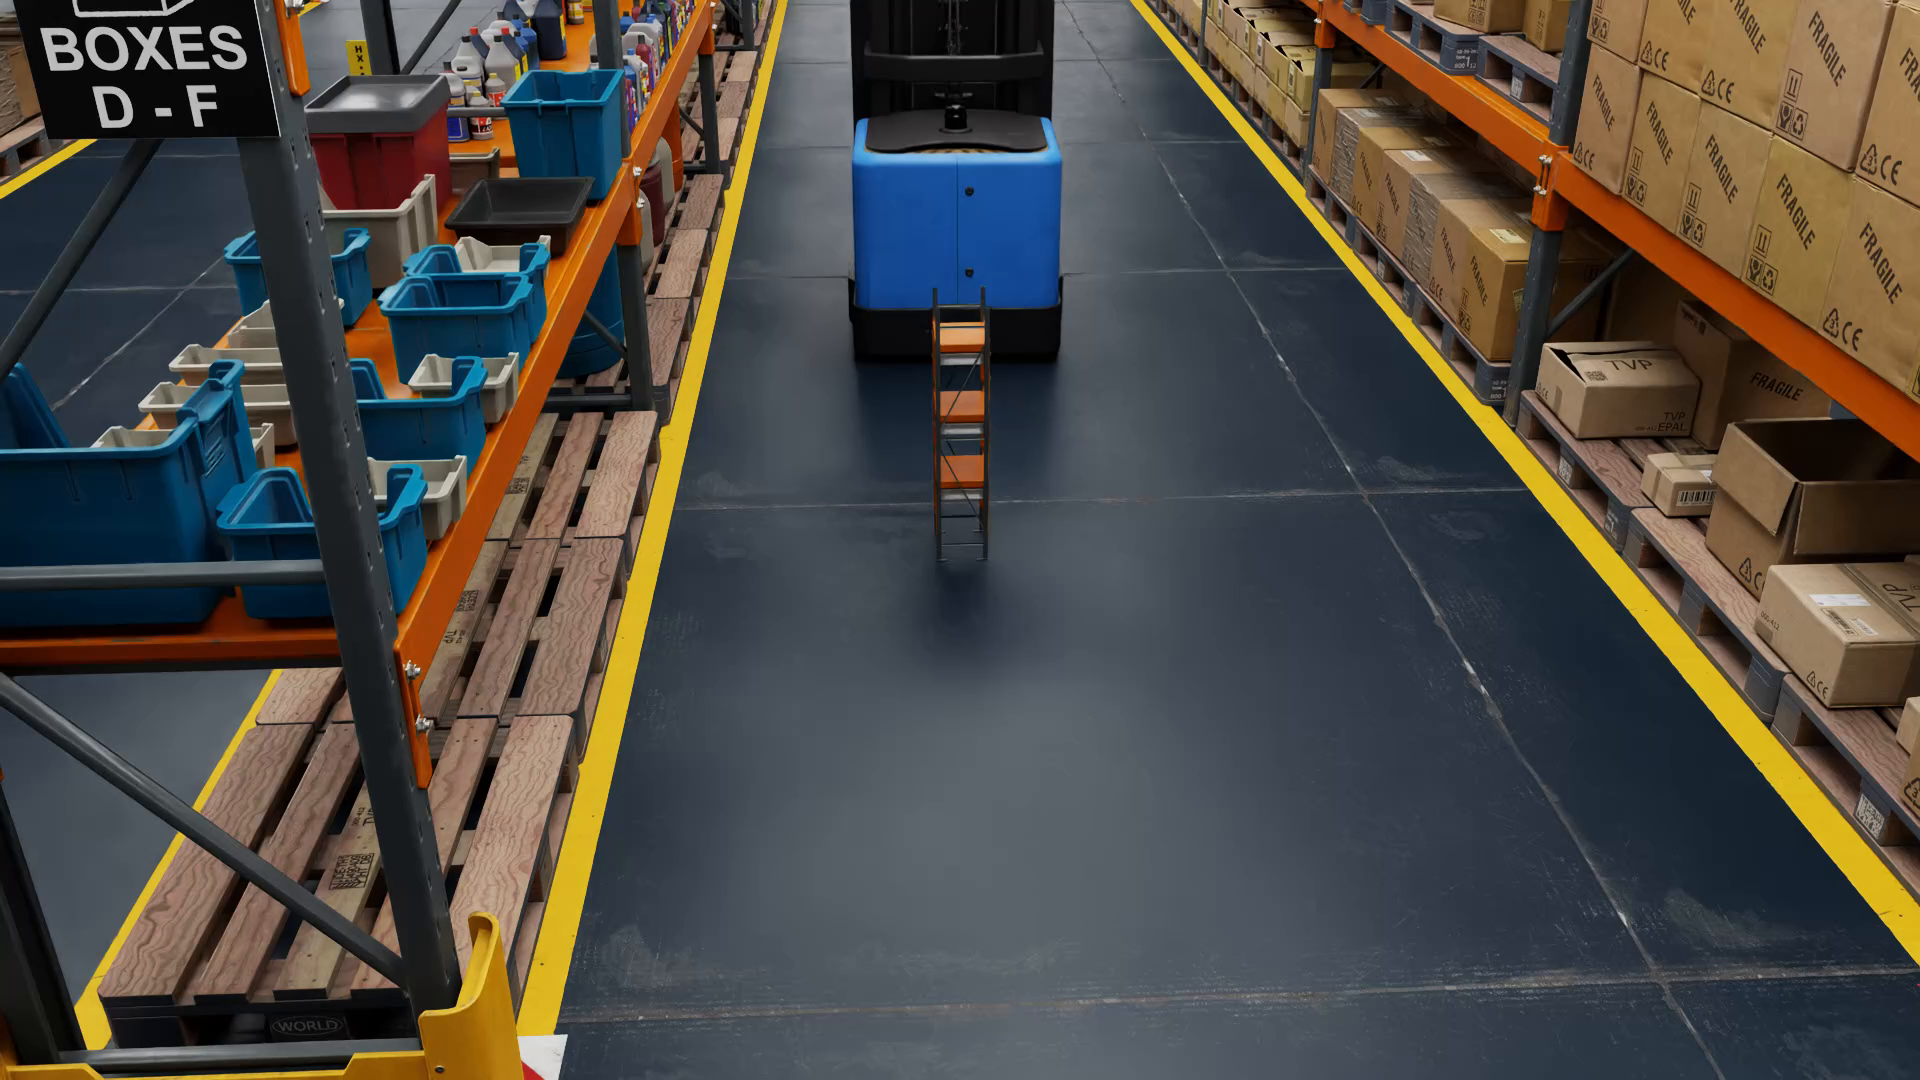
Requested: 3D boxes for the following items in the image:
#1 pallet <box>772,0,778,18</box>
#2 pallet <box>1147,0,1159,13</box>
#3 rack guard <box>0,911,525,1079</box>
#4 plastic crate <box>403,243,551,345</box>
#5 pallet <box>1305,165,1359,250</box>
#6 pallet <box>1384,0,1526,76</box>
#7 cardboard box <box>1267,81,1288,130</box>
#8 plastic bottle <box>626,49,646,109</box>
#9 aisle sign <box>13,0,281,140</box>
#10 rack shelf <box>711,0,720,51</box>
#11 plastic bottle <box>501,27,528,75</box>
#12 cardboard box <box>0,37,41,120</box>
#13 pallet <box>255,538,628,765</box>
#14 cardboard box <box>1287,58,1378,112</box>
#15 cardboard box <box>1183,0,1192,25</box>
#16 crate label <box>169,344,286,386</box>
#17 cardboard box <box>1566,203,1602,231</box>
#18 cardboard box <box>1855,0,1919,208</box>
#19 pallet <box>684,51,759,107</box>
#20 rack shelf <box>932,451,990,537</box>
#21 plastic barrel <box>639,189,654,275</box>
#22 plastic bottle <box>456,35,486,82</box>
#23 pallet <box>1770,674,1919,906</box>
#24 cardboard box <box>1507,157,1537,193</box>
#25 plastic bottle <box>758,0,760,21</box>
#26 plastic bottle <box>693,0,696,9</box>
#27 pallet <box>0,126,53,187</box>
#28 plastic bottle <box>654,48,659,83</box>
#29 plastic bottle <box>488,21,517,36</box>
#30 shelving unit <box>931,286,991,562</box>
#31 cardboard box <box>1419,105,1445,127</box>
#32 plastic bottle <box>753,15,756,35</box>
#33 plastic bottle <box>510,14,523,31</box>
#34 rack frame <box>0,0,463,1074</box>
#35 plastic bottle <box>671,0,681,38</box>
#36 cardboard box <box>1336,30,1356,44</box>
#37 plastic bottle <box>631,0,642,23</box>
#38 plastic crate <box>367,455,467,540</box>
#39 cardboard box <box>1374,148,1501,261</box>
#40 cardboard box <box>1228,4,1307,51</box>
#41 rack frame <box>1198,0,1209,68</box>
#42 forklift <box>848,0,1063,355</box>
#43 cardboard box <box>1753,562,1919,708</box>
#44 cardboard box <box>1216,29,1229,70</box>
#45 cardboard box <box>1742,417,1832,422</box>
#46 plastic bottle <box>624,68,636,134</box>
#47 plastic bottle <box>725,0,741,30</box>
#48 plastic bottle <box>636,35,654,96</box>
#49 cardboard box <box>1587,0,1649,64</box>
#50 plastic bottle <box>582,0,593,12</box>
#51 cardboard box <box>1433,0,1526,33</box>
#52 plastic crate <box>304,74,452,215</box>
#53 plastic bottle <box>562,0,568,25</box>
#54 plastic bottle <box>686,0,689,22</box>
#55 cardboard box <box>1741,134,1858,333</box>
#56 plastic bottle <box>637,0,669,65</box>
[{"bbox_3d":[-2.426,-5.663,17.379,1.003,0.211,1.213,-1,28,-3],"label":"pallet"},{"bbox_3d":[2.514,-5.838,17.715,1.003,0.211,1.213,-1,28,-3],"label":"pallet"},{"bbox_3d":[-1.665,1.200,3.909,1.175,0.500,0.348,-1,28,-3],"label":"rack guard"},{"bbox_3d":[-1.448,-0.740,5.042,0.416,0.233,0.300,-1,28,-3],"label":"plastic crate"},{"bbox_3d":[2.851,-2.150,10.644,1.003,0.211,1.213,-1,28,-3],"label":"pallet"},{"bbox_3d":[2.956,-2.749,8.984,1.003,0.211,1.213,-1,28,-3],"label":"pallet"},{"bbox_3d":[2.549,-3.174,12.111,0.500,0.250,0.500,-2,28,-3],"label":"cardboard box"},{"bbox_3d":[-1.529,-2.156,7.779,0.097,0.271,0.097,0,28,0],"label":"plastic bottle"},{"bbox_3d":[-1.379,-1.046,2.701,0.394,0.787,0.004,-1,28,-3],"label":"aisle sign"},{"bbox_3d":[-2.201,-4.219,12.373,1.077,0.370,4.000,-1,28,-3],"label":"rack shelf"},{"bbox_3d":[-2.128,-2.250,7.874,0.144,0.351,0.185,-1,28,-3],"label":"plastic bottle"},{"bbox_3d":[-7.176,-3.408,12.267,0.700,0.500,0.500,1,28,2],"label":"cardboard box"},{"bbox_3d":[-1.744,0.373,5.806,1.003,0.211,1.213,-1,28,-3],"label":"pallet"},{"bbox_3d":[2.577,-3.184,11.523,0.500,0.311,0.500,-1,28,-1],"label":"cardboard box"},{"bbox_3d":[2.382,-4.986,15.586,0.500,0.250,0.500,-1,28,-3],"label":"cardboard box"},{"bbox_3d":[-1.942,-0.464,4.616,0.396,0.136,0.243,-1,28,-3],"label":"crate label"},{"bbox_3d":[3.238,-1.447,8.507,0.500,0.500,0.500,-1,28,-2],"label":"cardboard box"},{"bbox_3d":[2.911,-1.197,4.611,0.500,0.500,0.500,-1,28,-1],"label":"cardboard box"},{"bbox_3d":[-2.226,-3.863,13.929,1.003,0.211,1.213,-1,28,-3],"label":"pallet"},{"bbox_3d":[0.003,-0.185,6.593,0.215,0.259,0.240,-1,28,-3],"label":"rack shelf"},{"bbox_3d":[-1.876,-1.691,8.986,0.421,0.512,0.421,0,28,0],"label":"plastic barrel"},{"bbox_3d":[-2.263,-2.161,7.704,0.144,0.351,0.185,-1,28,-3],"label":"plastic bottle"},{"bbox_3d":[3.221,0.796,4.996,1.003,0.211,1.213,-1,28,-3],"label":"pallet"},{"bbox_3d":[3.225,-1.995,8.748,0.500,0.250,0.500,-1,28,-3],"label":"cardboard box"},{"bbox_3d":[-1.910,-4.999,15.553,0.061,0.283,0.133,0,28,0],"label":"plastic bottle"},{"bbox_3d":[-1.650,-3.386,10.124,0.061,0.283,0.133,-1,28,-3],"label":"plastic bottle"},{"bbox_3d":[-7.082,-2.619,11.543,1.003,0.211,1.213,-1,28,-3],"label":"pallet"},{"bbox_3d":[-1.559,-2.383,8.291,0.097,0.201,0.097,0,28,0],"label":"plastic bottle"},{"bbox_3d":[-2.296,-2.457,8.351,0.152,0.276,0.135,-1,28,-3],"label":"plastic bottle"},{"bbox_3d":[0.003,-0.441,6.460,0.215,1.050,0.252,-1,28,-3],"label":"shelving unit"},{"bbox_3d":[3.133,-2.392,10.321,0.500,0.500,0.500,0,28,-1],"label":"cardboard box"},{"bbox_3d":[-1.895,-4.667,15.005,0.097,0.201,0.097,0,28,0],"label":"plastic bottle"},{"bbox_3d":[-2.275,-2.571,8.574,0.097,0.271,0.097,0,28,0],"label":"plastic bottle"},{"bbox_3d":[-1.682,0.081,3.352,0.949,2.616,0.053,-1,28,-3],"label":"rack frame"},{"bbox_3d":[-1.619,-2.919,9.319,0.097,0.201,0.097,0,28,0],"label":"plastic bottle"},{"bbox_3d":[3.056,-3.674,12.464,0.500,0.311,0.500,-2,28,-4],"label":"cardboard box"},{"bbox_3d":[-1.724,-2.769,8.942,0.061,0.283,0.133,-1,28,-3],"label":"plastic bottle"},{"bbox_3d":[-1.297,-0.101,3.921,0.250,0.136,0.298,-1,28,-3],"label":"plastic crate"},{"bbox_3d":[2.675,-1.887,9.352,0.500,0.500,0.500,-2,28,-4],"label":"cardboard box"},{"bbox_3d":[2.463,-4.128,13.333,0.500,0.311,0.500,-2,28,-4],"label":"cardboard box"},{"bbox_3d":[2.641,-5.579,14.203,1.000,3.000,0.127,-1,28,-3],"label":"rack frame"},{"bbox_3d":[-0.047,-2.874,9.091,1.130,2.935,3.031,-1,28,-1],"label":"forklift"},{"bbox_3d":[2.974,0.302,5.425,0.500,0.250,0.500,-1,28,-3],"label":"cardboard box"},{"bbox_3d":[2.440,-4.118,13.921,0.500,0.250,0.500,-1,28,-1],"label":"cardboard box"},{"bbox_3d":[3.451,-0.388,6.857,0.380,0.149,0.250,-1,28,-3],"label":"cardboard box"},{"bbox_3d":[-1.488,-1.956,7.383,0.061,0.283,0.133,-1,28,-3],"label":"plastic bottle"},{"bbox_3d":[-2.077,-4.861,15.215,0.144,0.351,0.185,-1,28,-3],"label":"plastic bottle"},{"bbox_3d":[-1.527,-2.305,8.052,0.061,0.283,0.133,-1,28,-3],"label":"plastic bottle"},{"bbox_3d":[2.803,-2.148,6.435,0.500,0.500,0.500,-1,28,-1],"label":"cardboard box"},{"bbox_3d":[-2.245,-3.355,10.073,0.152,0.276,0.135,-1,28,-3],"label":"plastic bottle"},{"bbox_3d":[2.905,-2.930,8.561,0.700,0.500,0.500,-8,29,-16],"label":"cardboard box"},{"bbox_3d":[-2.092,-1.403,6.063,0.402,0.464,0.583,-1,28,-3],"label":"plastic crate"},{"bbox_3d":[-2.373,-3.138,9.656,0.152,0.276,0.135,-1,28,-3],"label":"plastic bottle"},{"bbox_3d":[-1.645,-3.144,9.750,0.097,0.201,0.097,0,28,0],"label":"plastic bottle"},{"bbox_3d":[2.895,-0.985,5.286,0.500,0.500,0.500,-2,28,-3],"label":"cardboard box"},{"bbox_3d":[-1.607,-2.666,8.672,0.144,0.351,0.185,-1,28,-3],"label":"plastic bottle"}]
